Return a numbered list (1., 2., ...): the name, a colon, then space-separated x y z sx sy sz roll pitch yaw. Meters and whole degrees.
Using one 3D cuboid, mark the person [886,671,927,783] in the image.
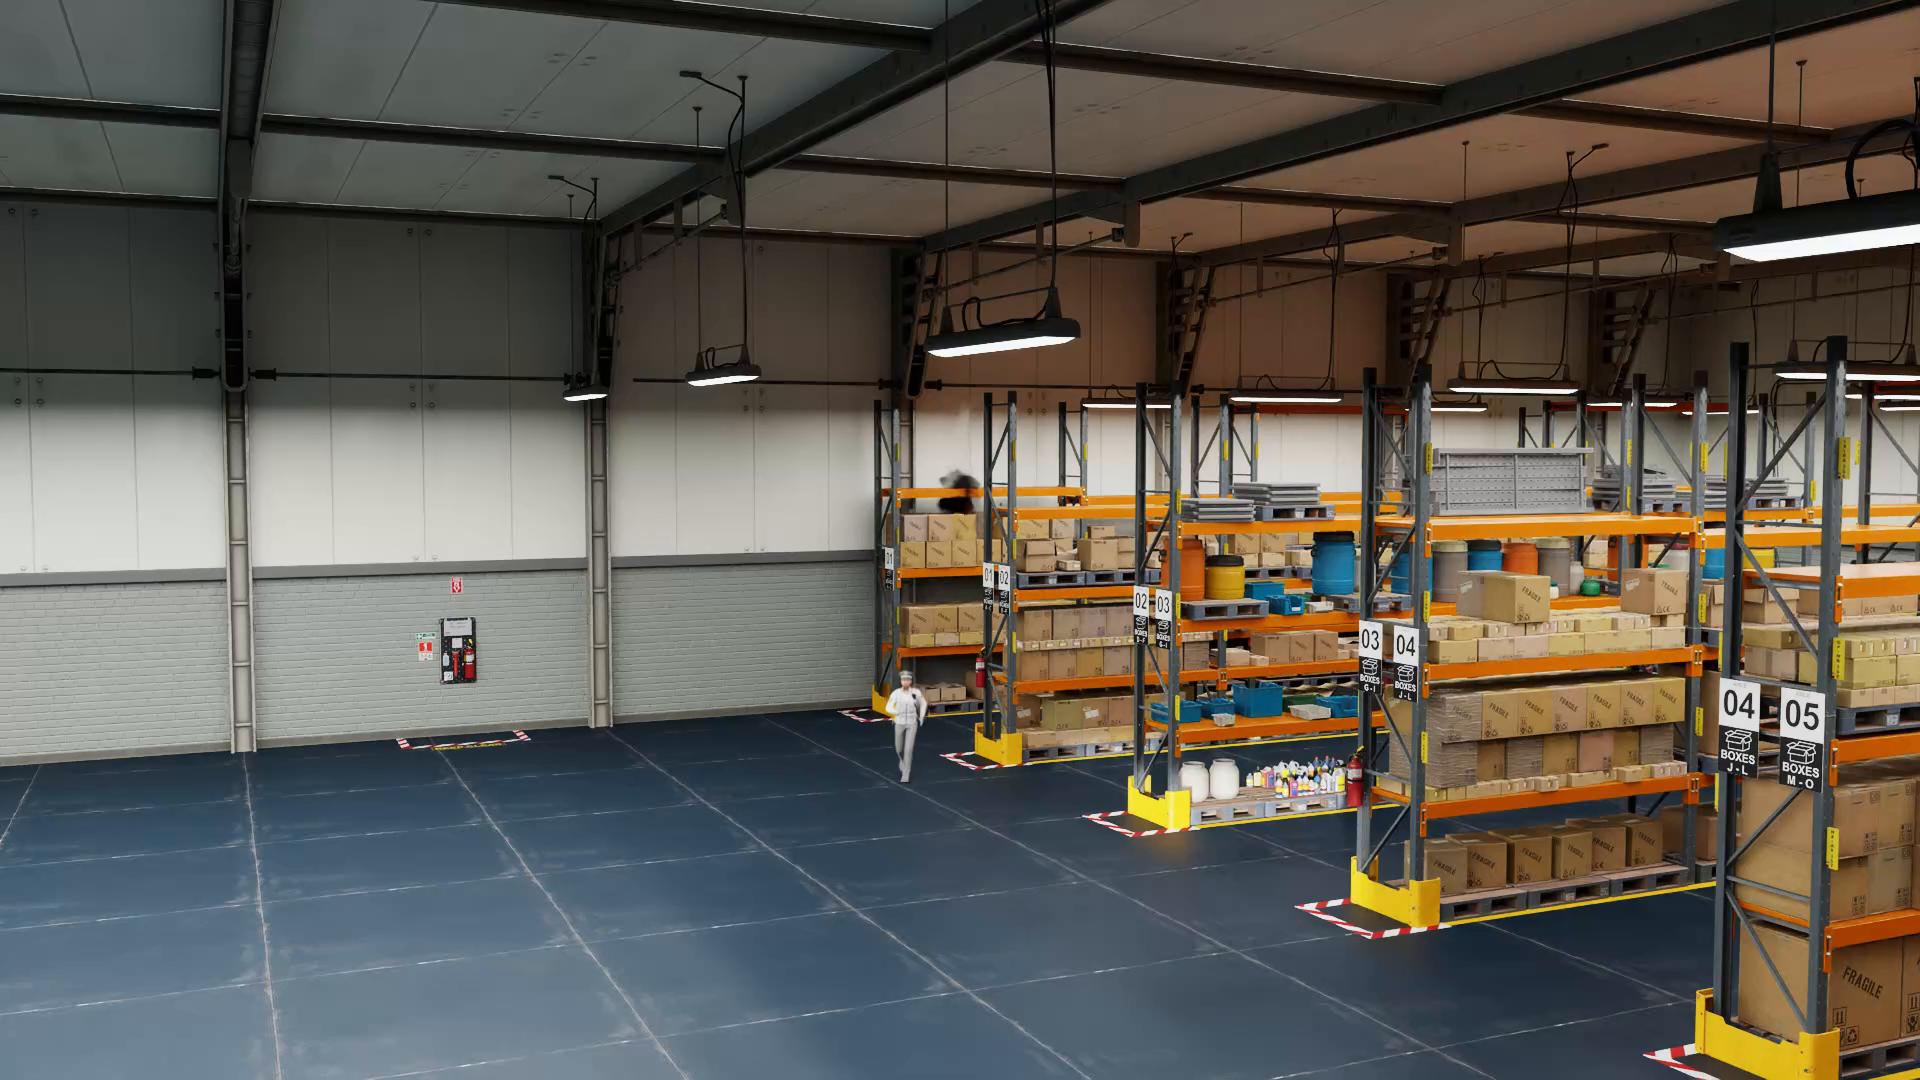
1. person: -0.824 2.828 25.553 0.623 1.676 0.813 0 3 2
